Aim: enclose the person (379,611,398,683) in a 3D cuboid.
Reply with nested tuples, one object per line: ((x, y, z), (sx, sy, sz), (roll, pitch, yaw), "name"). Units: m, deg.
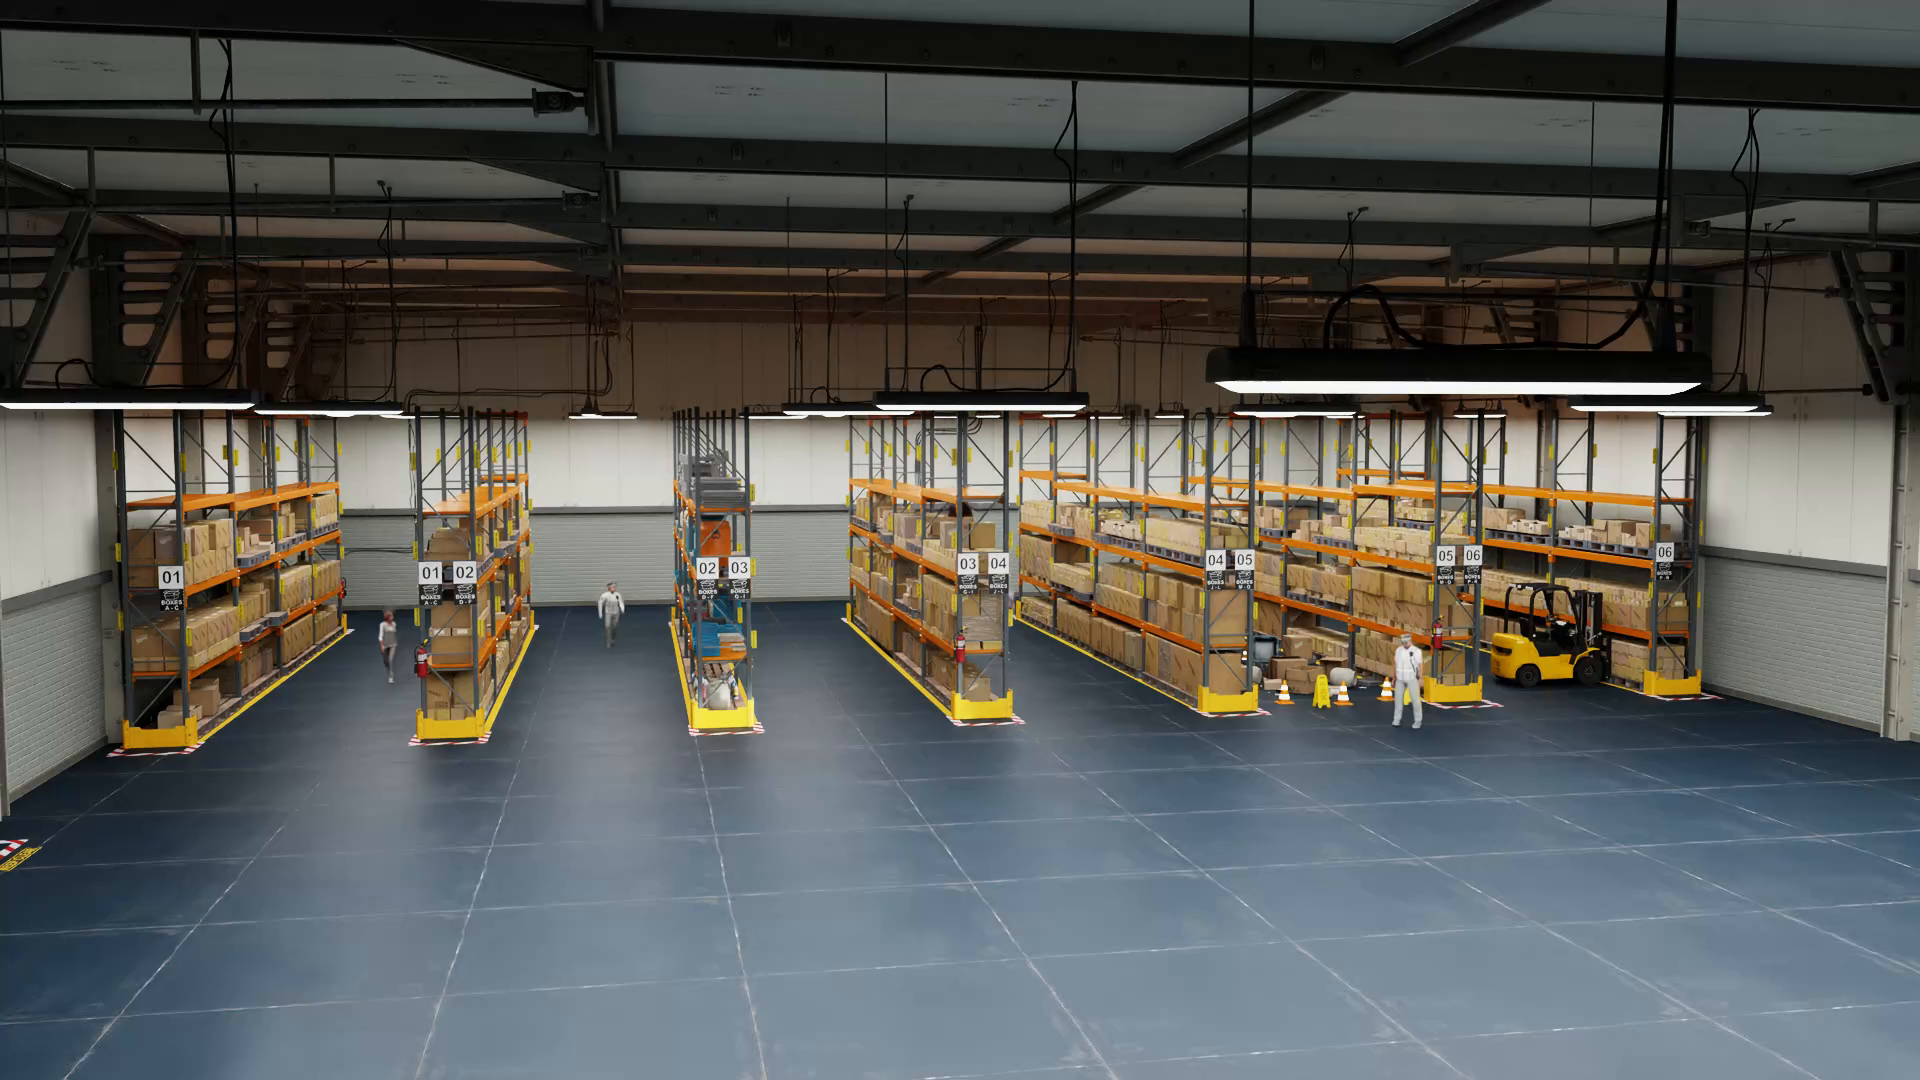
((-12.559, 2.338, 36.621), (0.380, 1.551, 0.865), (0, 4, -6), "person")

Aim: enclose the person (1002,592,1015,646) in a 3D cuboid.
((1.152, 1.888, 42.754), (0.481, 1.580, 0.952), (-1, 4, -16), "person")

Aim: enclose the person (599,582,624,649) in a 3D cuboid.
((-8.888, 1.895, 42.410), (0.629, 1.671, 0.958), (-1, 4, -11), "person")

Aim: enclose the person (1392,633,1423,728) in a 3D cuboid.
((8.394, 2.624, 31.273), (0.596, 1.746, 0.451), (3, 5, 37), "person")
